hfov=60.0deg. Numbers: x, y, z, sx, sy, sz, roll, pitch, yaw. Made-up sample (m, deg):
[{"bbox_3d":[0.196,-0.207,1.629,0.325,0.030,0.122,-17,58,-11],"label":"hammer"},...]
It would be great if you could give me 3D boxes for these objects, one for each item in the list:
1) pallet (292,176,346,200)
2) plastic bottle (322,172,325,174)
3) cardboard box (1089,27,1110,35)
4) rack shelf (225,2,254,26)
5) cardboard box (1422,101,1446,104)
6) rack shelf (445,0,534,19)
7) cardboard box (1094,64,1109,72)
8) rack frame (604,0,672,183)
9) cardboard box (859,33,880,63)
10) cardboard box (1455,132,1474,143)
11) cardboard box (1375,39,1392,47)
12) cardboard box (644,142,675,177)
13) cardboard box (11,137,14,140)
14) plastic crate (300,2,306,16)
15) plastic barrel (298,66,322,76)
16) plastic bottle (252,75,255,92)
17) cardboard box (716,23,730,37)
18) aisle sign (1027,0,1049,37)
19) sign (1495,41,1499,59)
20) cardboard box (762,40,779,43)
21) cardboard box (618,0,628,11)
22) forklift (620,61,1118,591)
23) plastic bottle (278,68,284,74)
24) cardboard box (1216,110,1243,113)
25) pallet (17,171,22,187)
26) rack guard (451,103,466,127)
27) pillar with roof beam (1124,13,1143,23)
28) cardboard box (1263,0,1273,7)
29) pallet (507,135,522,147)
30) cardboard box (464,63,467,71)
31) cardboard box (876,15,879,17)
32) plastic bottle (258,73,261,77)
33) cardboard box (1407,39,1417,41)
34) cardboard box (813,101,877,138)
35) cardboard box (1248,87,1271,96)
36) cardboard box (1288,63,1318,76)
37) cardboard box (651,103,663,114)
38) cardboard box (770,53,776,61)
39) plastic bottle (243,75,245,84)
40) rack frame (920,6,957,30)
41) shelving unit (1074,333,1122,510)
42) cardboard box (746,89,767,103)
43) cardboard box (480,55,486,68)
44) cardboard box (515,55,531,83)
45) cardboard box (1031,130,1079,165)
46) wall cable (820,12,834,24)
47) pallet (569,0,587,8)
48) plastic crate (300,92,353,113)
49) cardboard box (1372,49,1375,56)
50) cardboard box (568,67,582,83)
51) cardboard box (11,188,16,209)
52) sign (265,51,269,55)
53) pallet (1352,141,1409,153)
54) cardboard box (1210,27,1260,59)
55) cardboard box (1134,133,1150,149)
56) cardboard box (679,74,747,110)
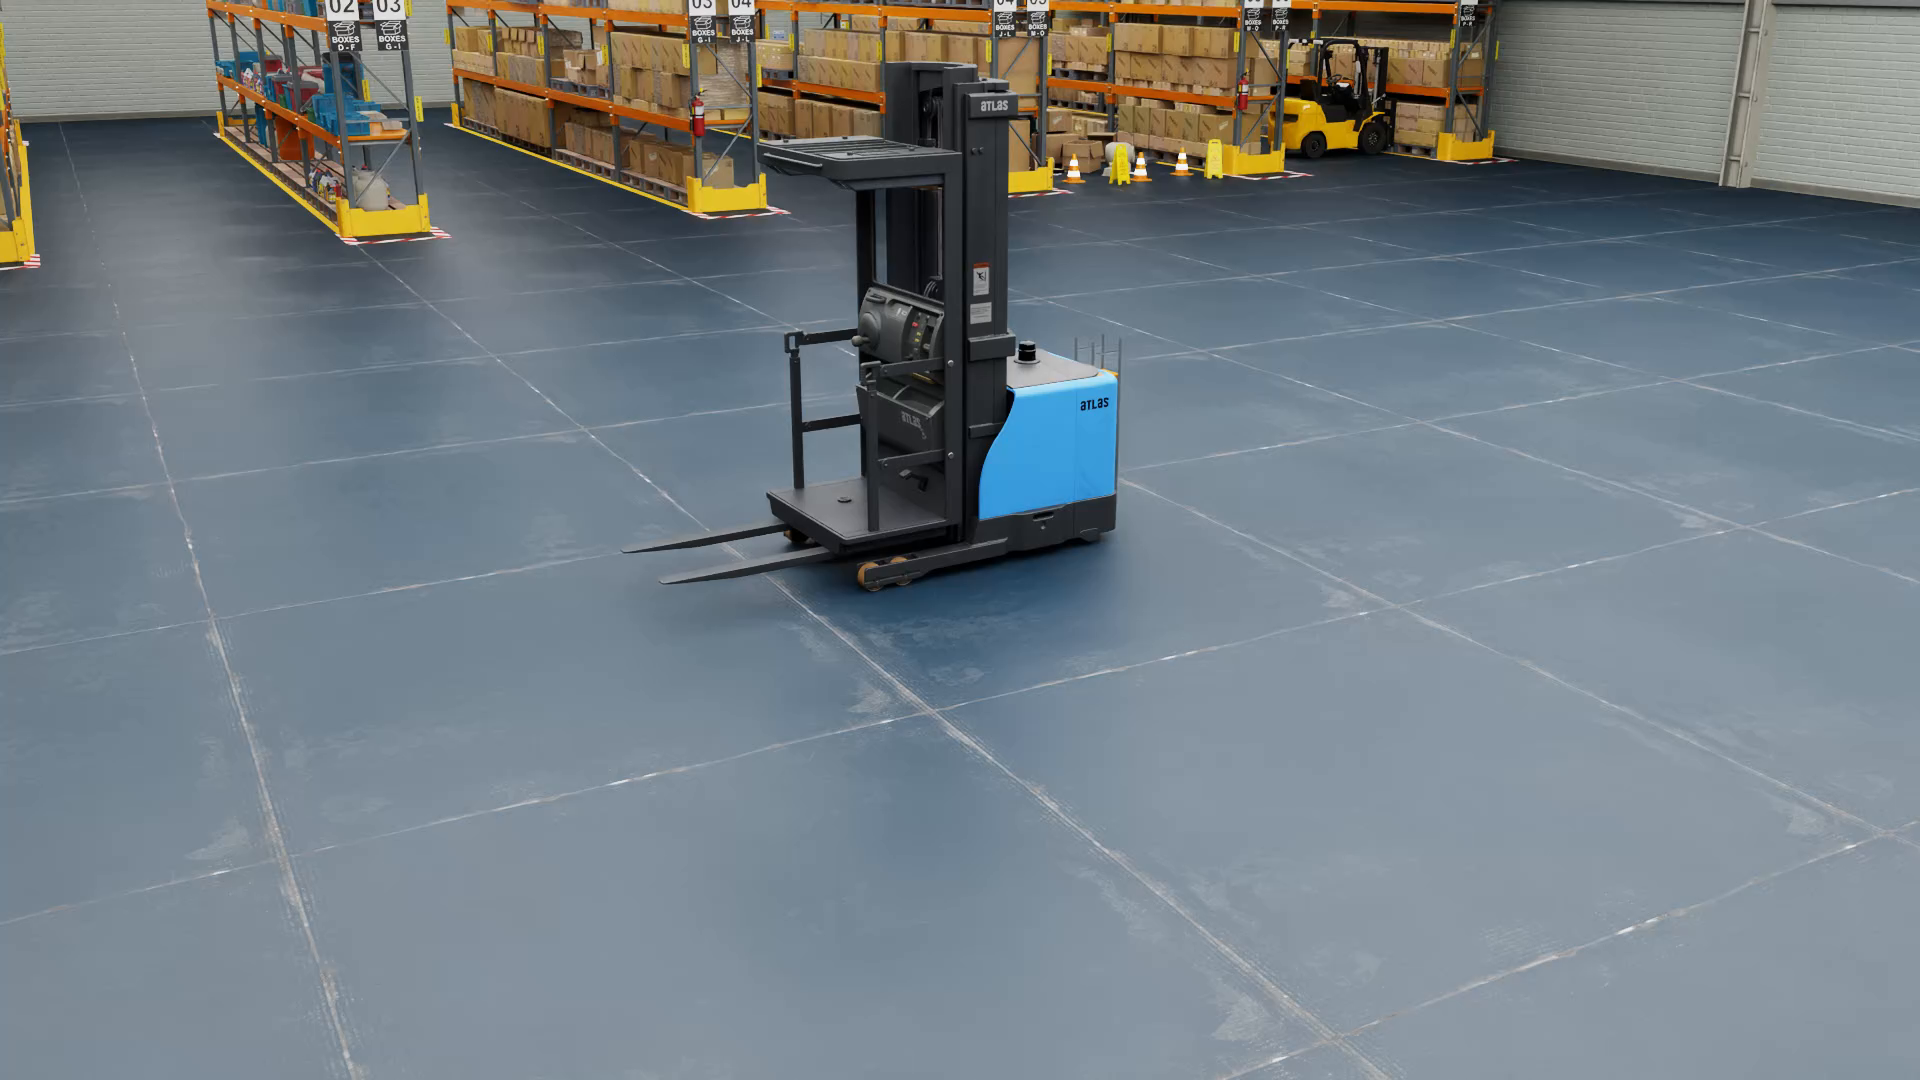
[{"bbox_3d":[-10.139,-5.682,26.775,1.003,0.211,1.213,-10,21,-27],"label":"pallet"},{"bbox_3d":[-9.695,-5.474,25.385,0.061,0.283,0.133,-10,21,-27],"label":"plastic bottle"},{"bbox_3d":[2.830,-10.262,33.525,0.380,0.149,0.250,-9,21,-24],"label":"cardboard box"},{"bbox_3d":[-12.581,-9.581,30.304,1.077,0.370,4.000,-10,21,-27],"label":"rack shelf"},{"bbox_3d":[9.312,-8.386,32.375,0.500,0.250,0.500,-10,21,-27],"label":"cardboard box"},{"bbox_3d":[-10.122,-11.497,35.855,1.077,0.370,4.000,-10,21,-27],"label":"rack shelf"},{"bbox_3d":[2.861,-9.268,32.633,0.380,0.149,0.250,-10,21,-26],"label":"cardboard box"},{"bbox_3d":[-5.373,-7.548,27.908,1.000,3.000,0.127,-10,21,-27],"label":"rack frame"},{"bbox_3d":[-1.447,-9.096,30.708,0.700,0.500,0.500,-10,22,-28],"label":"cardboard box"},{"bbox_3d":[9.553,-7.775,32.136,0.500,0.250,0.500,-10,21,-26],"label":"cardboard box"},{"bbox_3d":[8.421,-9.784,32.783,0.380,0.149,0.250,-10,21,-26],"label":"cardboard box"},{"bbox_3d":[-4.940,-6.281,27.423,0.500,0.500,0.500,-3,19,-9],"label":"cardboard box"},{"bbox_3d":[-16.211,-6.514,28.068,0.500,0.500,0.500,-11,22,-29],"label":"cardboard box"},{"bbox_3d":[-9.222,-7.604,23.795,0.336,0.188,0.450,-10,21,-27],"label":"plastic crate"},{"bbox_3d":[-11.144,-7.907,28.740,0.600,0.536,0.708,-10,21,-27],"label":"plastic barrel"},{"bbox_3d":[-12.893,-8.344,30.392,0.061,0.283,0.133,-10,21,-27],"label":"plastic bottle"},{"bbox_3d":[-5.220,-11.338,36.747,0.500,0.500,0.500,-11,22,-29],"label":"cardboard box"},{"bbox_3d":[1.237,-8.394,26.374,0.394,0.787,0.004,-10,21,-27],"label":"aisle sign"},{"bbox_3d":[10.106,-9.236,31.350,0.100,0.325,0.005,-10,21,-27],"label":"sign"},{"bbox_3d":[-4.022,-10.633,35.677,0.380,0.149,0.250,-10,21,-27],"label":"cardboard box"},{"bbox_3d":[-5.129,-8.575,26.516,0.500,0.250,0.500,-10,22,-27],"label":"cardboard box"},{"bbox_3d":[-0.533,-1.281,9.849,3.031,2.935,1.130,-11,22,-29],"label":"forklift"},{"bbox_3d":[-12.845,-8.766,31.512,0.144,0.351,0.185,-10,21,-27],"label":"plastic bottle"},{"bbox_3d":[4.844,-7.619,30.534,0.500,0.500,0.500,-11,22,-29],"label":"cardboard box"},{"bbox_3d":[-16.314,-6.065,27.885,1.003,0.211,1.213,-10,21,-27],"label":"pallet"},{"bbox_3d":[-11.083,-9.818,38.319,1.175,0.500,0.348,-10,21,-27],"label":"rack guard"},{"bbox_3d":[0.590,-14.658,39.316,9.100,9.000,0.400,-10,21,-27],"label":"pillar with roof beam"},{"bbox_3d":[5.376,-9.380,29.002,0.380,0.149,0.250,-10,21,-27],"label":"cardboard box"},{"bbox_3d":[-8.739,-8.317,34.410,1.003,0.211,1.213,-10,21,-27],"label":"pallet"},{"bbox_3d":[-10.704,-10.427,36.634,0.380,0.149,0.250,-10,22,-28],"label":"cardboard box"},{"bbox_3d":[-1.822,-12.835,40.549,0.380,0.149,0.250,-10,21,-26],"label":"cardboard box"},{"bbox_3d":[-13.073,-8.585,31.102,0.152,0.276,0.135,-10,21,-27],"label":"plastic bottle"},{"bbox_3d":[8.934,-9.777,32.764,0.380,0.149,0.250,-10,21,-26],"label":"cardboard box"},{"bbox_3d":[-2.231,-8.132,32.403,1.050,0.750,0.750,-10,21,-26],"label":"cardboard box"},{"bbox_3d":[5.269,-7.946,29.445,0.380,0.149,0.250,-10,21,-26],"label":"cardboard box"},{"bbox_3d":[7.246,-9.886,34.914,0.500,0.250,0.500,-9,21,-25],"label":"cardboard box"},{"bbox_3d":[-4.595,-6.745,25.966,0.380,0.149,0.250,-10,21,-27],"label":"cardboard box"},{"bbox_3d":[-3.623,-9.804,33.730,0.380,0.149,0.250,-9,21,-25],"label":"cardboard box"},{"bbox_3d":[-13.552,-8.749,31.584,0.097,0.271,0.097,0,19,0],"label":"plastic bottle"},{"bbox_3d":[-0.450,-11.380,39.012,1.000,3.000,0.127,-10,21,-27],"label":"rack frame"},{"bbox_3d":[0.894,-0.741,10.939,0.258,1.200,0.189,-12,22,-31],"label":"shelving unit"},{"bbox_3d":[-4.385,-9.550,35.747,0.500,0.250,0.500,-9,21,-25],"label":"cardboard box"},{"bbox_3d":[-9.860,-10.149,35.218,0.500,0.250,0.500,-9,21,-25],"label":"cardboard box"},{"bbox_3d":[-8.447,-9.286,32.790,0.500,0.500,0.500,-10,21,-26],"label":"cardboard box"},{"bbox_3d":[1.734,-7.198,30.513,0.797,0.637,0.503,-10,21,-27],"label":"cardboard box"},{"bbox_3d":[-3.805,-14.846,47.500,0.588,1.984,0.122,-10,21,-27],"label":"wall cable"},{"bbox_3d":[-6.068,-9.368,28.872,1.213,0.211,1.003,-10,21,-27],"label":"pallet"},{"bbox_3d":[-9.595,-6.582,25.202,0.767,0.338,0.504,-10,21,-27],"label":"plastic crate"},{"bbox_3d":[8.352,-9.628,32.787,0.380,0.149,0.250,-10,22,-28],"label":"cardboard box"},{"bbox_3d":[-6.679,-8.307,29.694,0.500,0.250,0.500,-11,22,-28],"label":"cardboard box"},{"bbox_3d":[-13.680,-4.814,23.556,0.500,0.250,0.500,-10,21,-27],"label":"cardboard box"},{"bbox_3d":[-14.954,-10.393,35.901,0.100,0.325,0.005,-10,21,-27],"label":"sign"},{"bbox_3d":[8.639,-7.950,33.346,1.003,0.211,1.213,-10,21,-27],"label":"pallet"},{"bbox_3d":[4.813,-8.708,29.127,0.700,0.500,0.500,-11,22,-28],"label":"cardboard box"},{"bbox_3d":[3.654,-7.619,31.685,0.500,0.250,0.500,-9,21,-24],"label":"cardboard box"},{"bbox_3d":[-3.711,-6.750,24.985,0.875,0.500,0.500,-10,21,-27],"label":"cardboard box"}]
